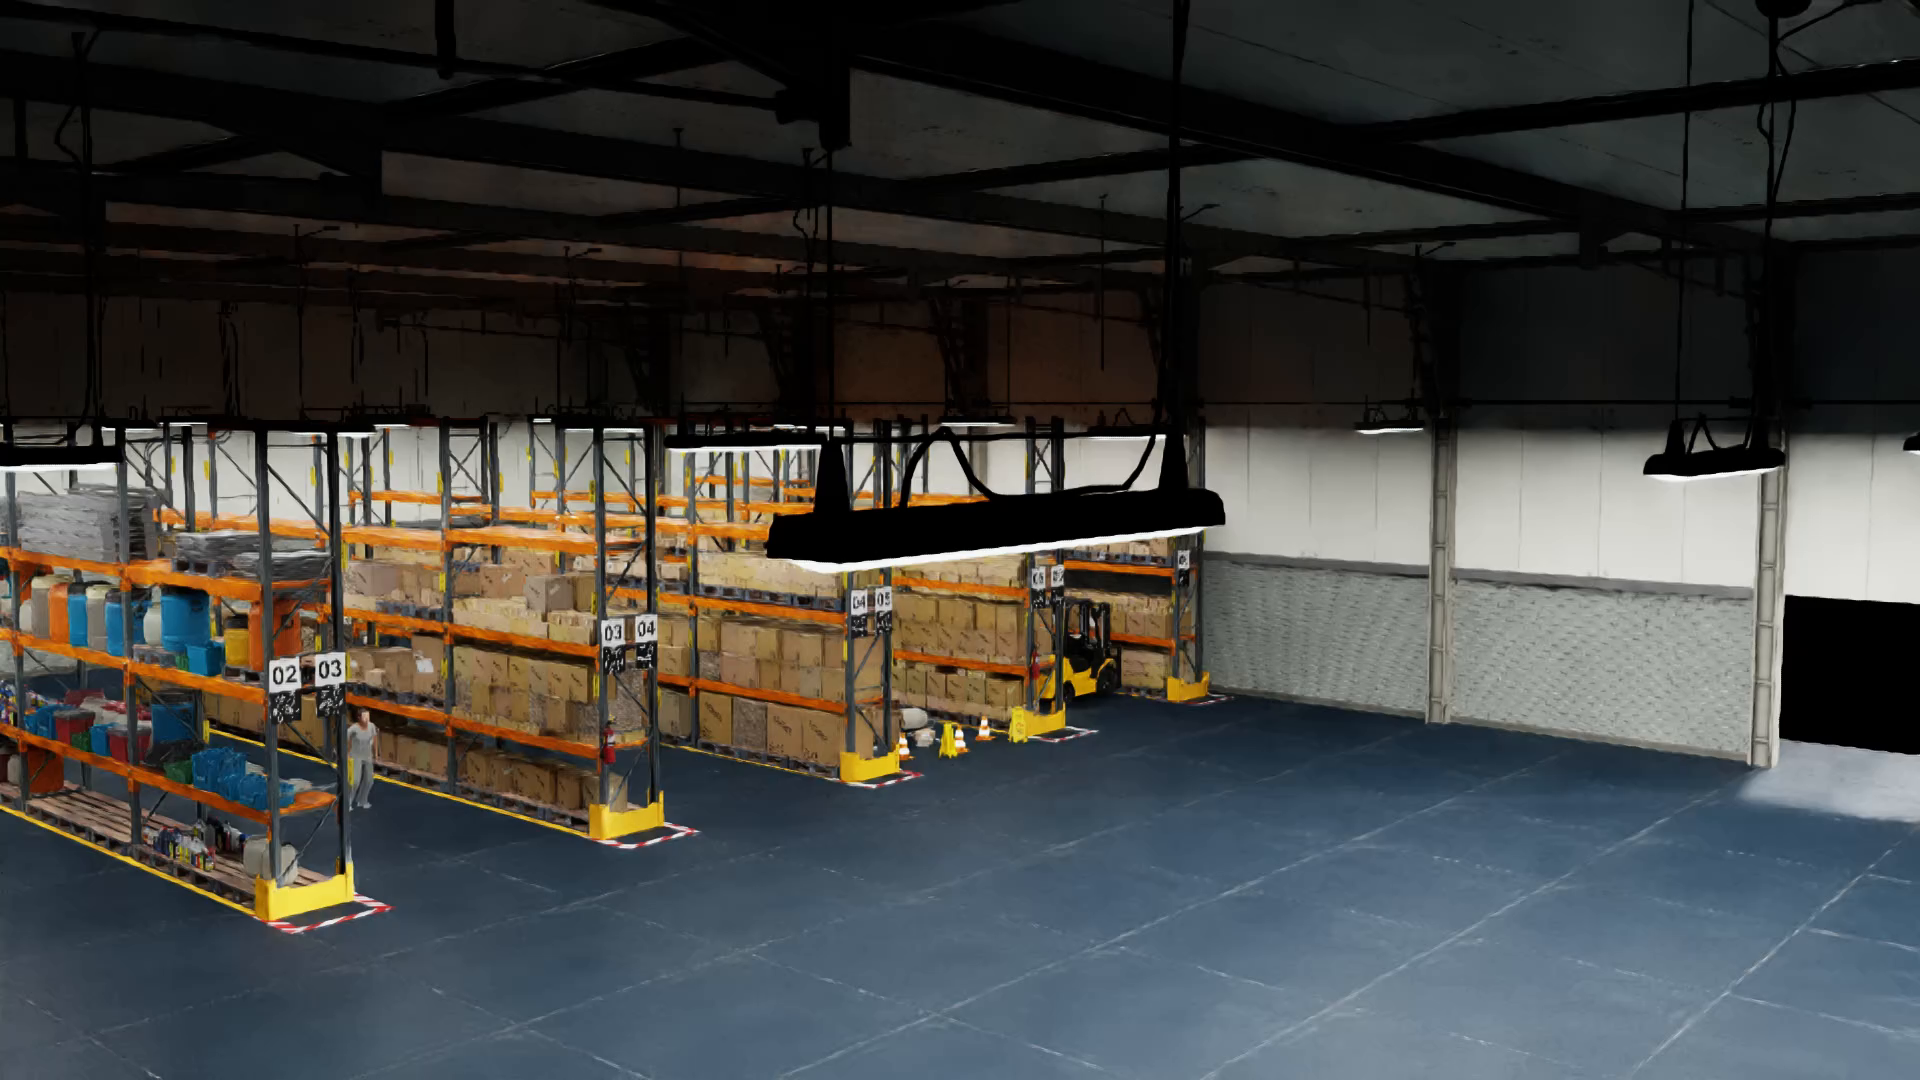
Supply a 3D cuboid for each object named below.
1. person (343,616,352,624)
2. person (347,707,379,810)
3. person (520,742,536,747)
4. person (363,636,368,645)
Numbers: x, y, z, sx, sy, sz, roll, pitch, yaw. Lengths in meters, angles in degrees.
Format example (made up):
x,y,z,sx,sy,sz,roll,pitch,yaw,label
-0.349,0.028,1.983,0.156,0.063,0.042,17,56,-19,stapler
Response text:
x,y,z,sx,sy,sz,roll,pitch,yaw,label
-14.709,2.209,39.728,0.515,1.662,0.543,-1,5,-12,person
-9.312,3.386,25.801,0.507,1.618,0.580,4,6,39,person
-7.907,2.880,30.548,0.629,1.794,0.466,1,5,12,person
-11.705,2.737,32.984,1.042,1.716,0.591,4,6,40,person
